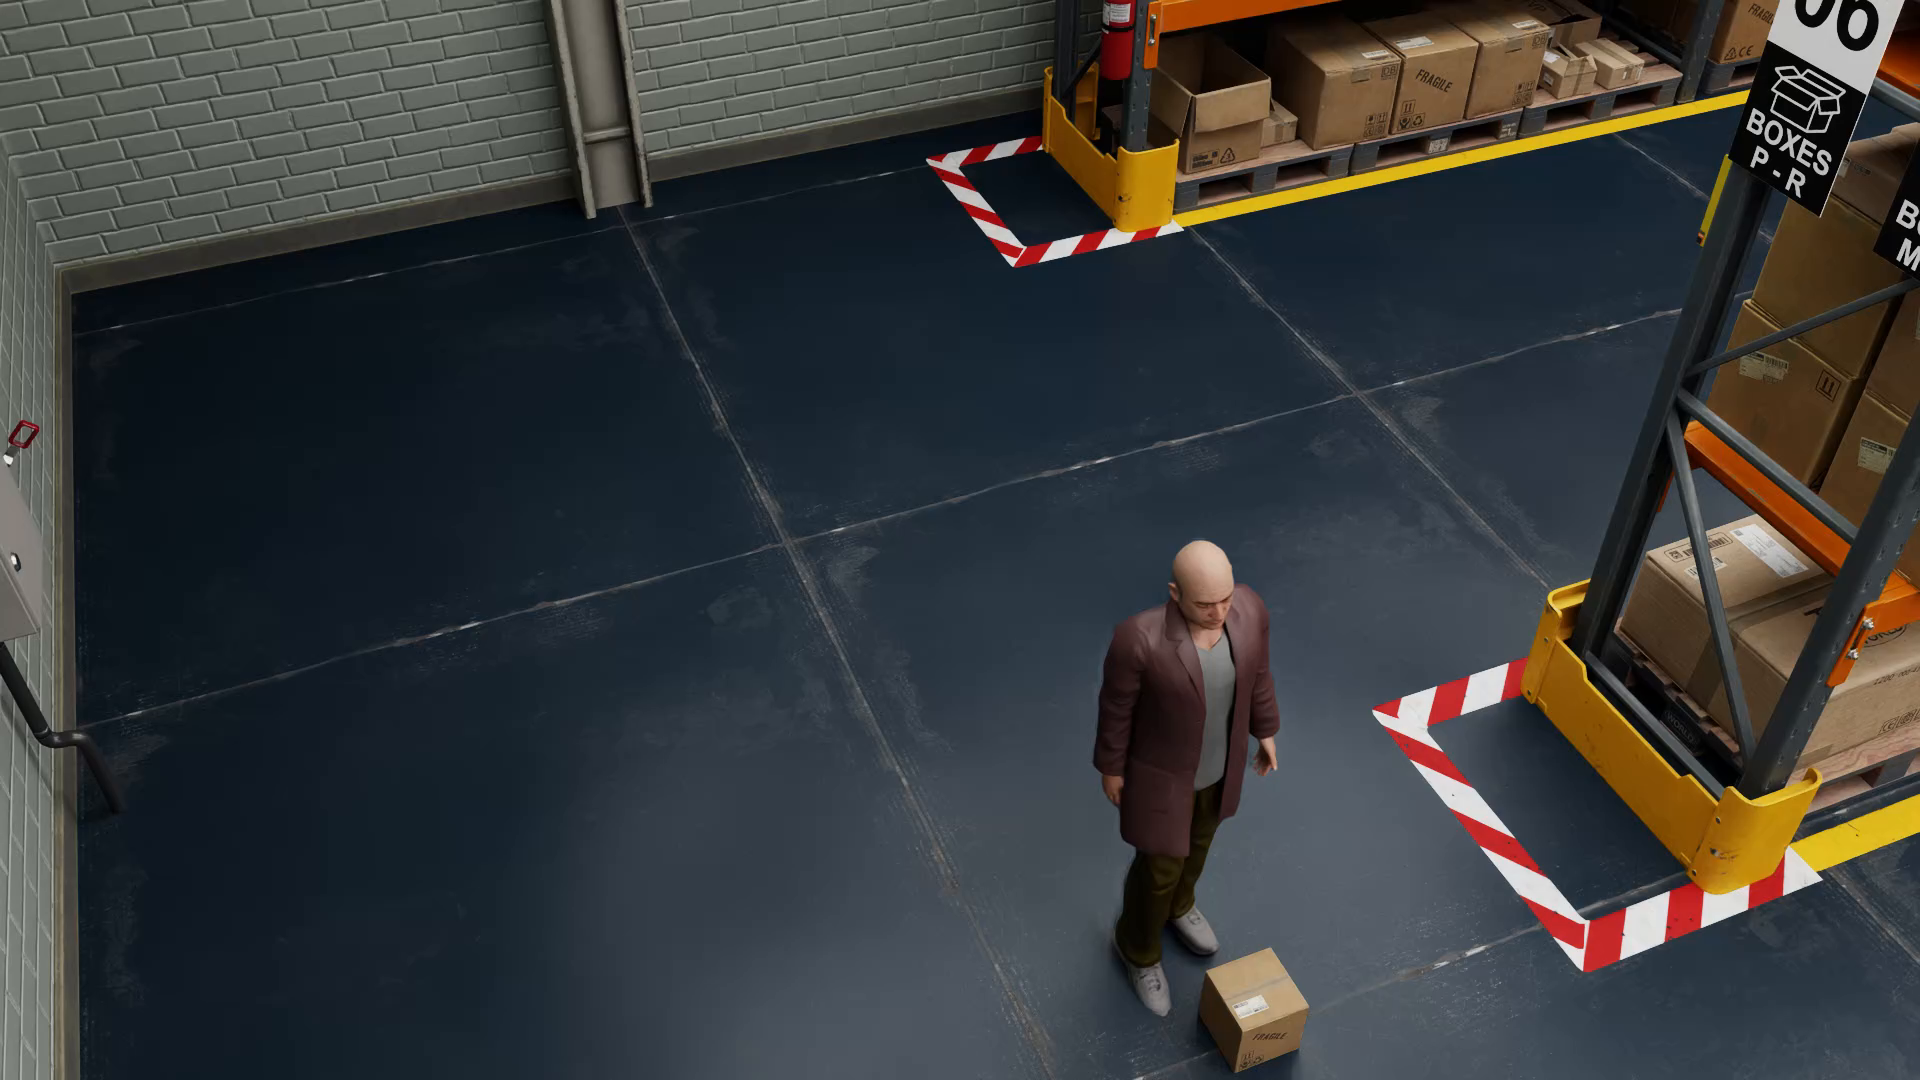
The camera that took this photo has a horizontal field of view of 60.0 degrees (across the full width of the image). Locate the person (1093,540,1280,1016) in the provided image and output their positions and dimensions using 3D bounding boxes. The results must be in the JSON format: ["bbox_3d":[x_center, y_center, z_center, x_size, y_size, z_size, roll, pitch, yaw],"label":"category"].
[{"bbox_3d":[0.789,0.759,5.329,0.625,1.833,0.495,-20,45,-21],"label":"person"}]
